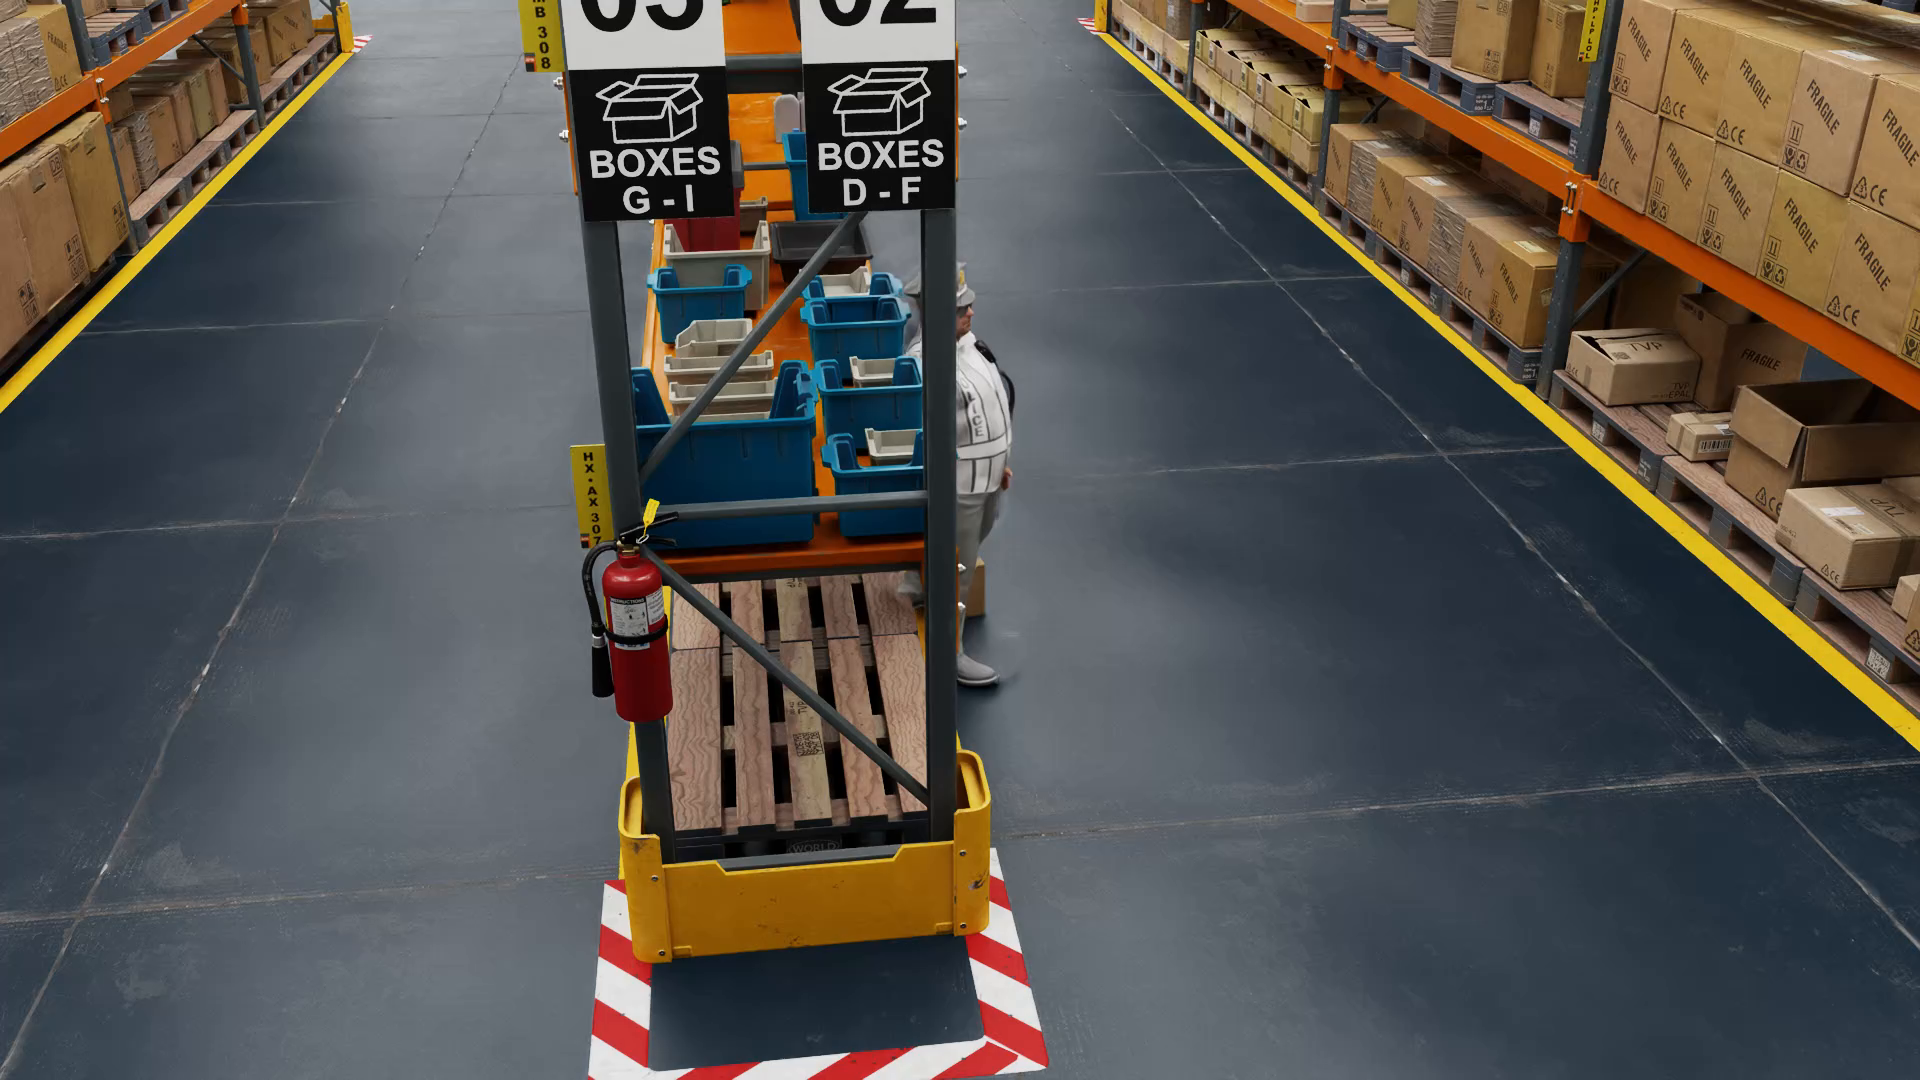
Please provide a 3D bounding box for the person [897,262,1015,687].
[{"bbox_3d":[-0.051,-0.300,6.687,0.550,1.741,0.755,6,28,12],"label":"person"}]
